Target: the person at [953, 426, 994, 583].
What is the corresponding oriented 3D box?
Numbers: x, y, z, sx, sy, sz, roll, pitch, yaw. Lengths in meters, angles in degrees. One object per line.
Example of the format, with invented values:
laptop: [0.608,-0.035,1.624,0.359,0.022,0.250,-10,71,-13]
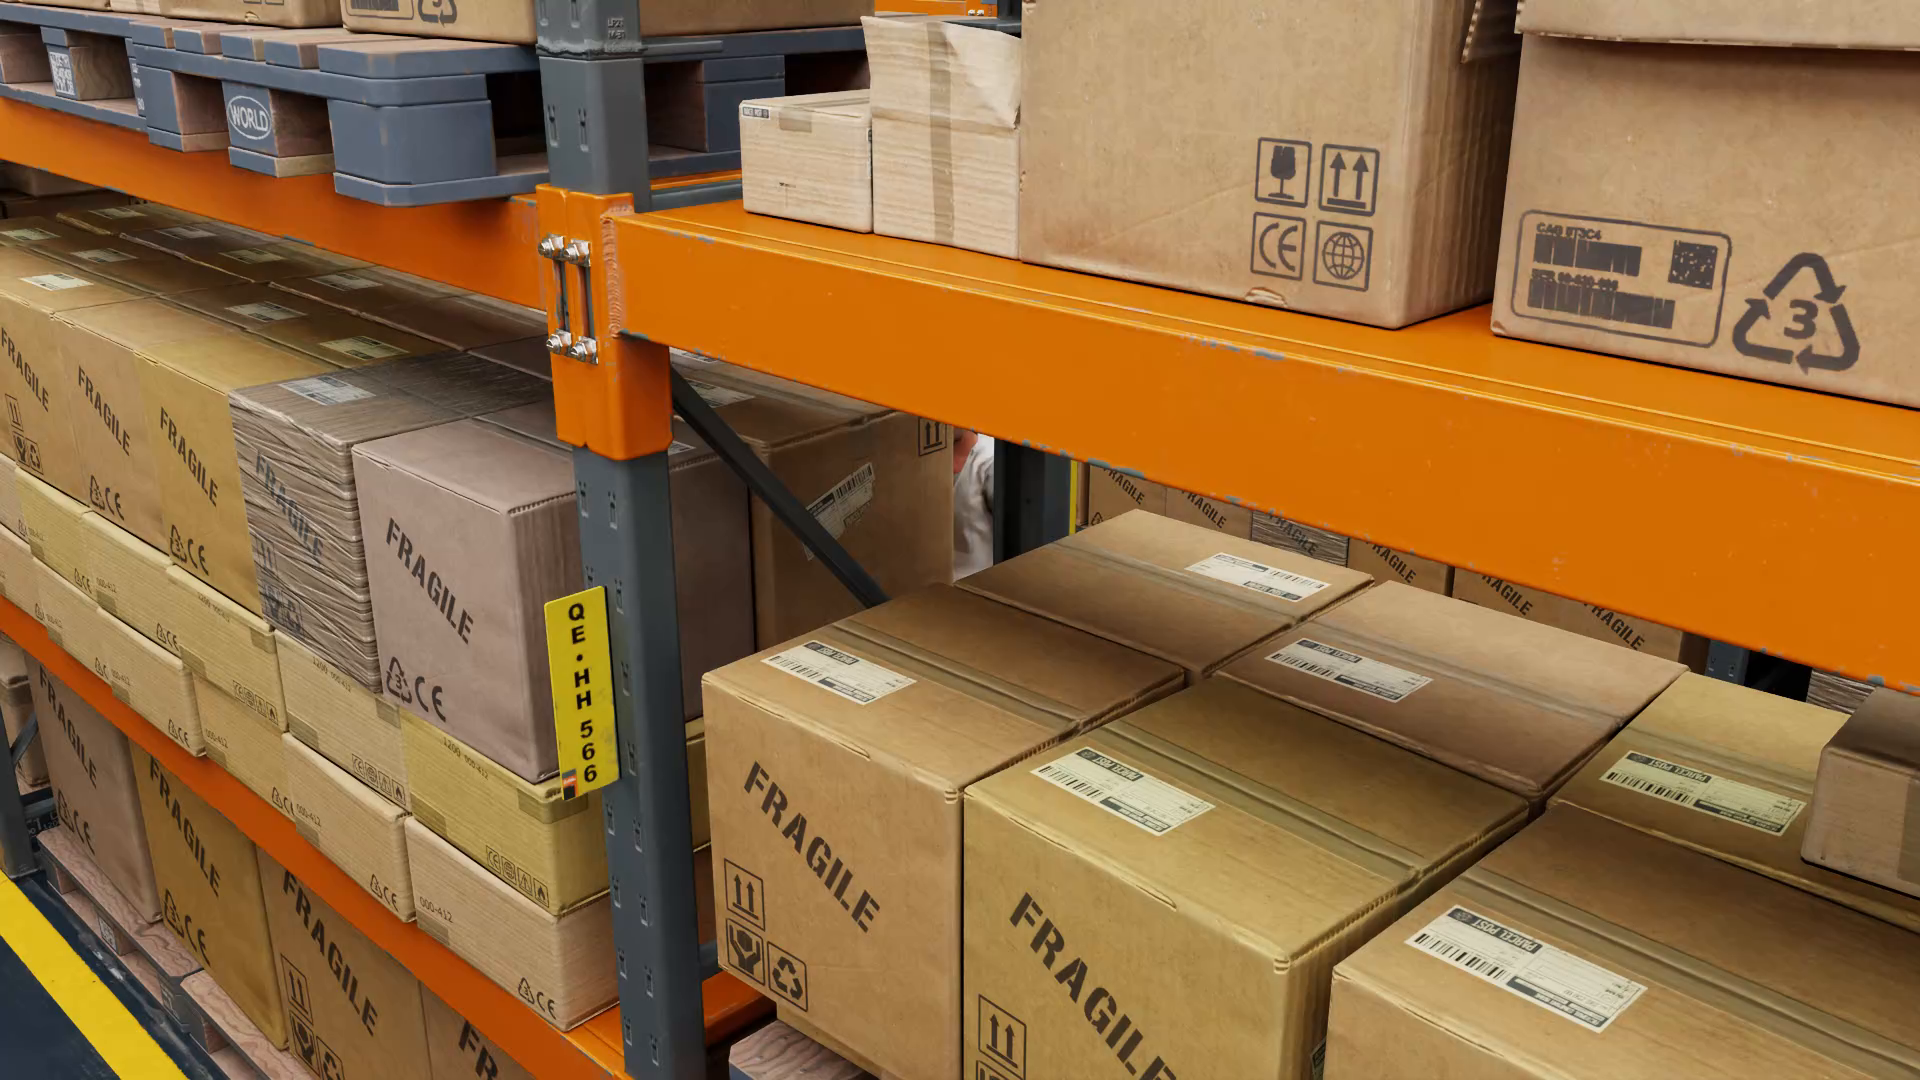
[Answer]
person: [-0.014,0.219,5.965,0.620,1.780,0.447,17,26,38]
